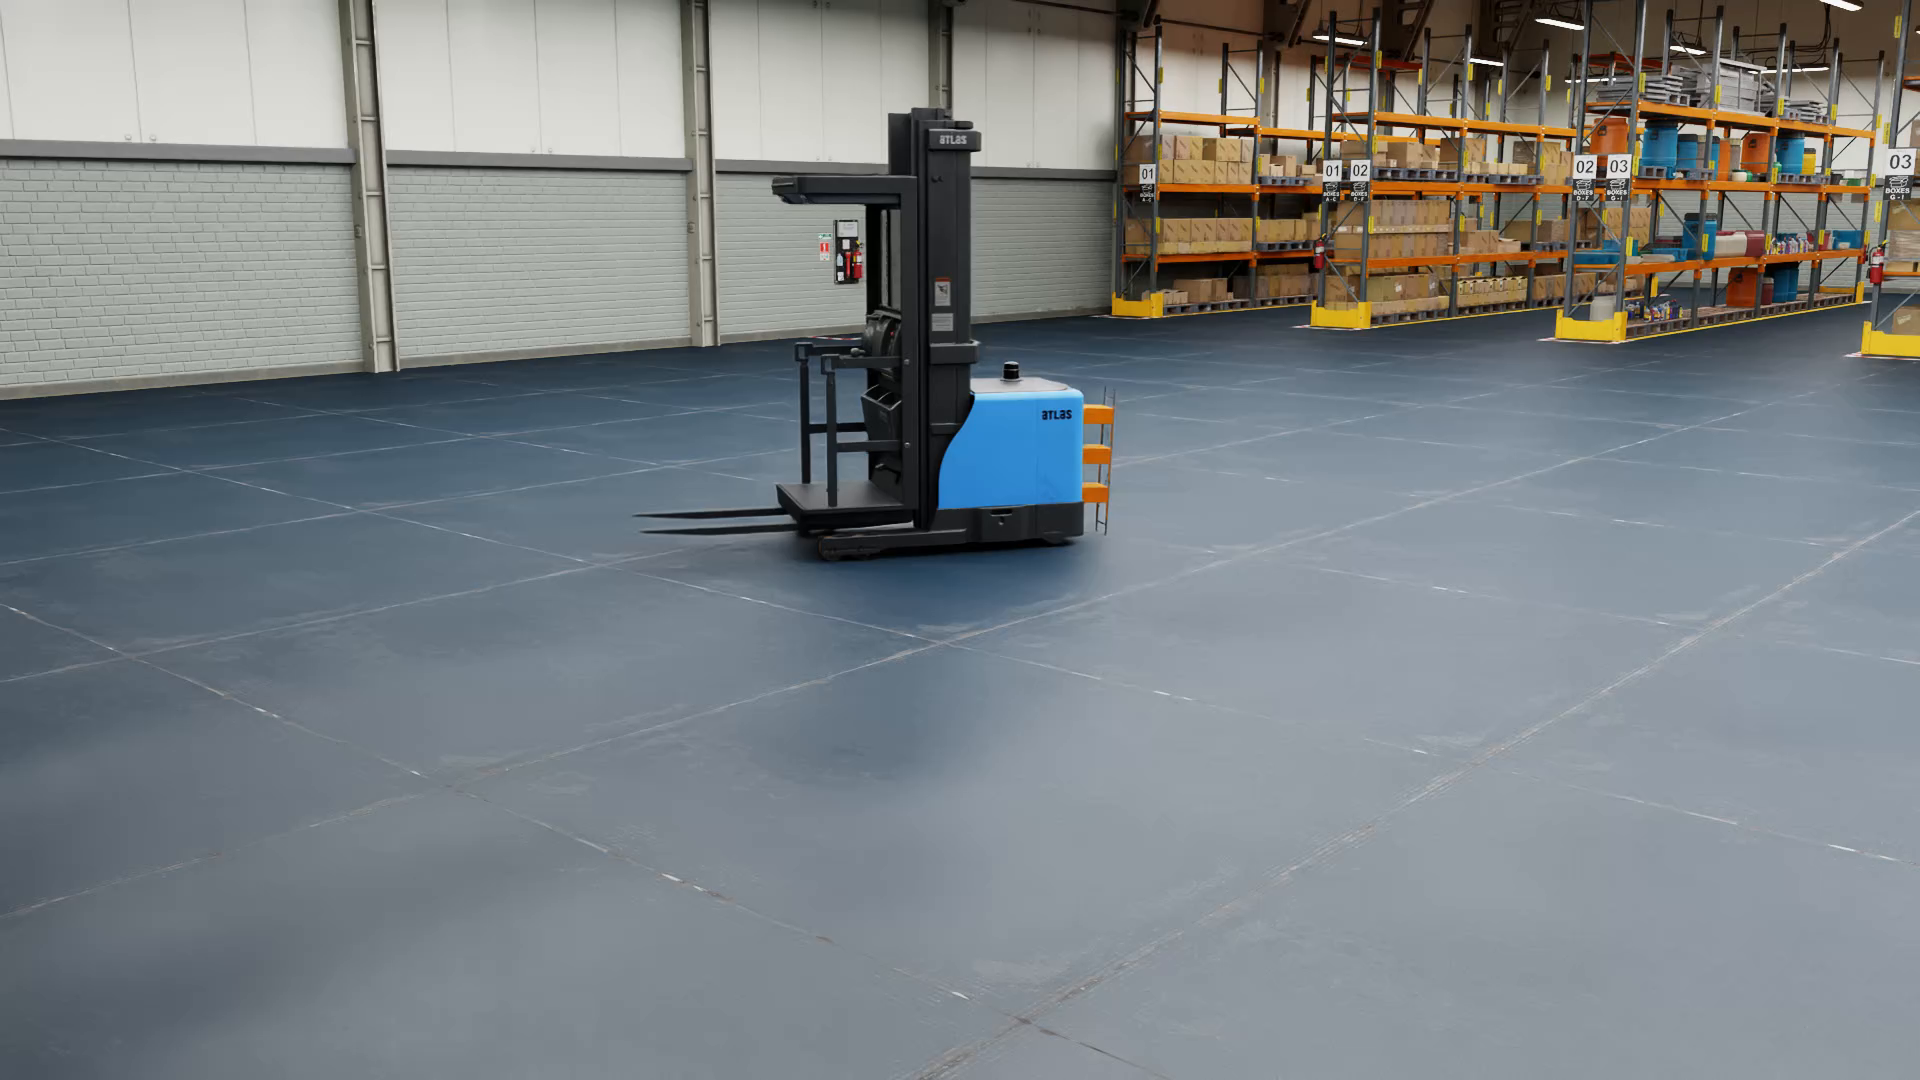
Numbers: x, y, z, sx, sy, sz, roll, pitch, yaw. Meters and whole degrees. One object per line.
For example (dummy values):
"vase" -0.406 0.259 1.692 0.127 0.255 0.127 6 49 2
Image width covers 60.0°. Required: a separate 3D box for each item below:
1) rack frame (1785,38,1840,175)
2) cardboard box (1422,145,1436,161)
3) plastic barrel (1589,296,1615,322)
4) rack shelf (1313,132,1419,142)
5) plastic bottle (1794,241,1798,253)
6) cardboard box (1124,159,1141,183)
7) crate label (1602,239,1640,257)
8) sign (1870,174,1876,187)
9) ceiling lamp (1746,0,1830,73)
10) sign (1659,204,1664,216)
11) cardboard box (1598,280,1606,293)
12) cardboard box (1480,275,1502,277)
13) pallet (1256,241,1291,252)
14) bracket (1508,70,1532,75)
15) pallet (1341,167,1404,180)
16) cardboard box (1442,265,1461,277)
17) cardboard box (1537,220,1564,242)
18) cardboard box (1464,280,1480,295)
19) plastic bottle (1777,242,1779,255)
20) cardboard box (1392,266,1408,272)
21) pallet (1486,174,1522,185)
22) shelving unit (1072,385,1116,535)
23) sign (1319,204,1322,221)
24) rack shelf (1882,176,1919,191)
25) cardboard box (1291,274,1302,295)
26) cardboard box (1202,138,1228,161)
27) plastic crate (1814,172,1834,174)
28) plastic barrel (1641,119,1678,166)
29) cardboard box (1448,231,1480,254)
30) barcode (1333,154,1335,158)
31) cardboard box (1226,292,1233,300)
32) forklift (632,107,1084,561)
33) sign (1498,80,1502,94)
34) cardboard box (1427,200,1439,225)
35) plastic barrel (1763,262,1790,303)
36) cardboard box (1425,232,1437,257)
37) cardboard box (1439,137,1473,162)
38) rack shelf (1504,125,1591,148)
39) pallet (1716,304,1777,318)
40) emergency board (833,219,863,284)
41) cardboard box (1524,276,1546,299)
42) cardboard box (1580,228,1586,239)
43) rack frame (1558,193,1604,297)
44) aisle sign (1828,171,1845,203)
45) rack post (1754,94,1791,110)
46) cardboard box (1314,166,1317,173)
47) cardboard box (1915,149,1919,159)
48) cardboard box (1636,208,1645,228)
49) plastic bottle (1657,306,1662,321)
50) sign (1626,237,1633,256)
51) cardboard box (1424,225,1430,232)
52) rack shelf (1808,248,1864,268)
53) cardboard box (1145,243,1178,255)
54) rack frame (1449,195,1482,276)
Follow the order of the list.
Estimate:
"rack frame" 19.151 -9.751 37.558 1.000 3.000 0.127 10 15 40
"cardboard box" 9.621 -8.028 34.903 0.500 0.500 0.500 -11 15 -43
"plastic barrel" 11.607 -4.137 30.043 0.421 0.512 0.421 0 11 0
"rack shelf" 10.389 -10.189 42.607 1.077 0.370 4.000 10 15 40
"plastic bottle" 18.559 -6.521 37.017 0.152 0.276 0.135 10 15 40
"cardboard box" 3.873 -7.949 35.885 0.500 0.500 0.500 -11 16 -43
"crate label" 12.241 -5.367 30.833 0.502 0.435 0.616 10 15 40
"sign" 22.215 -8.749 40.464 0.100 0.325 0.005 10 15 40
"ceiling lamp" 21.722 -13.914 43.497 2.000 3.185 0.800 10 15 40
"sign" 18.477 -8.687 43.783 0.100 0.325 0.005 10 15 40
"cardboard box" 15.872 -6.381 41.744 0.500 0.311 0.500 10 15 40
"cardboard box" 12.226 -5.955 38.386 0.500 0.311 0.500 10 15 42
"pallet" 7.042 -6.913 39.153 1.003 0.211 1.213 10 15 40
"bracket" 17.197 -14.172 50.500 0.076 0.066 3.189 10 15 40
"pallet" 7.997 -7.213 32.734 1.003 0.211 1.213 10 15 40
"cardboard box" 13.632 -7.469 46.760 0.700 0.500 0.500 10 15 40
"cardboard box" 13.870 -7.334 39.444 0.500 0.500 0.700 -9 14 -37
"cardboard box" 10.946 -5.507 36.143 0.500 0.311 0.500 10 15 40
"plastic bottle" 17.682 -6.315 35.998 0.097 0.271 0.097 0 11 0
"cardboard box" 11.378 -7.130 44.165 0.750 0.750 0.750 10 15 41
"pallet" 11.675 -7.964 36.749 1.003 0.211 1.213 11 16 43
"shelving unit" 0.923 -0.567 11.840 0.252 1.050 0.215 -1 11 -17
"sign" 7.113 -6.441 32.740 0.100 0.325 0.005 10 15 40
"rack shelf" 16.270 -5.816 27.350 1.077 0.370 4.000 10 15 40
"cardboard box" 7.898 -6.242 40.561 0.700 0.500 0.500 10 15 40
"cardboard box" 5.610 -8.664 36.915 0.500 0.500 0.500 9 14 38
"plastic crate" 20.576 -8.649 39.857 0.504 0.338 0.767 10 15 40
"plastic barrel" 13.133 -7.422 31.205 0.600 0.901 0.708 10 15 40
"cardboard box" 11.019 -6.511 36.395 0.500 0.500 0.500 -11 16 -43
"barcode" 7.348 -7.547 32.699 0.001 0.075 0.075 10 15 40
"cardboard box" 6.097 -5.657 38.486 0.380 0.166 0.250 7 14 33
"forklift" -0.716 -1.414 11.309 3.031 2.935 1.130 -3 12 -15
"sign" 12.378 -10.369 38.065 0.100 0.325 0.005 10 15 40
"cardboard box" 9.531 -6.818 34.621 0.700 0.500 0.500 10 15 40
"plastic barrel" 18.311 -5.804 37.398 0.600 0.901 0.708 10 15 40
"cardboard box" 9.520 -6.178 34.728 0.700 0.500 0.500 10 15 40
"cardboard box" 10.588 -8.330 35.497 0.500 0.500 0.500 10 15 41
"rack shelf" 14.112 -9.549 39.403 1.077 0.370 4.000 10 15 40
"pallet" 17.000 -4.975 36.080 1.003 0.211 1.213 10 15 40
"emergency board" -2.021 -5.298 30.579 0.194 1.169 0.643 10 15 40
"cardboard box" 13.307 -5.882 38.760 0.500 0.500 0.500 11 15 43
"cardboard box" 15.570 -7.606 41.879 0.500 0.500 0.500 10 15 41
"rack frame" 15.432 -7.450 41.355 1.000 3.000 0.127 10 15 40
"aisle sign" 21.616 -8.722 41.083 0.394 0.787 0.004 10 15 40
"rack post" 16.958 -9.238 35.179 0.954 0.300 0.937 10 15 40
"cardboard box" 8.420 -8.955 40.925 0.500 0.500 0.500 10 15 40
"cardboard box" 14.899 -6.078 26.188 0.380 0.149 0.250 10 15 40
"cardboard box" 17.314 -8.326 42.930 0.500 0.500 0.500 10 15 42
"plastic bottle" 13.086 -4.243 31.139 0.097 0.271 0.097 0 11 0
"sign" 11.640 -5.108 28.920 0.100 0.325 0.005 10 15 40
"cardboard box" 9.460 -6.423 34.301 0.380 0.149 0.250 10 15 40
"rack shelf" 20.471 -6.751 39.689 1.077 0.370 4.000 10 15 40
"cardboard box" 4.348 -6.292 35.886 0.500 0.250 0.500 9 15 39
"rack frame" 14.349 -8.679 47.505 1.000 3.000 0.127 10 15 40
